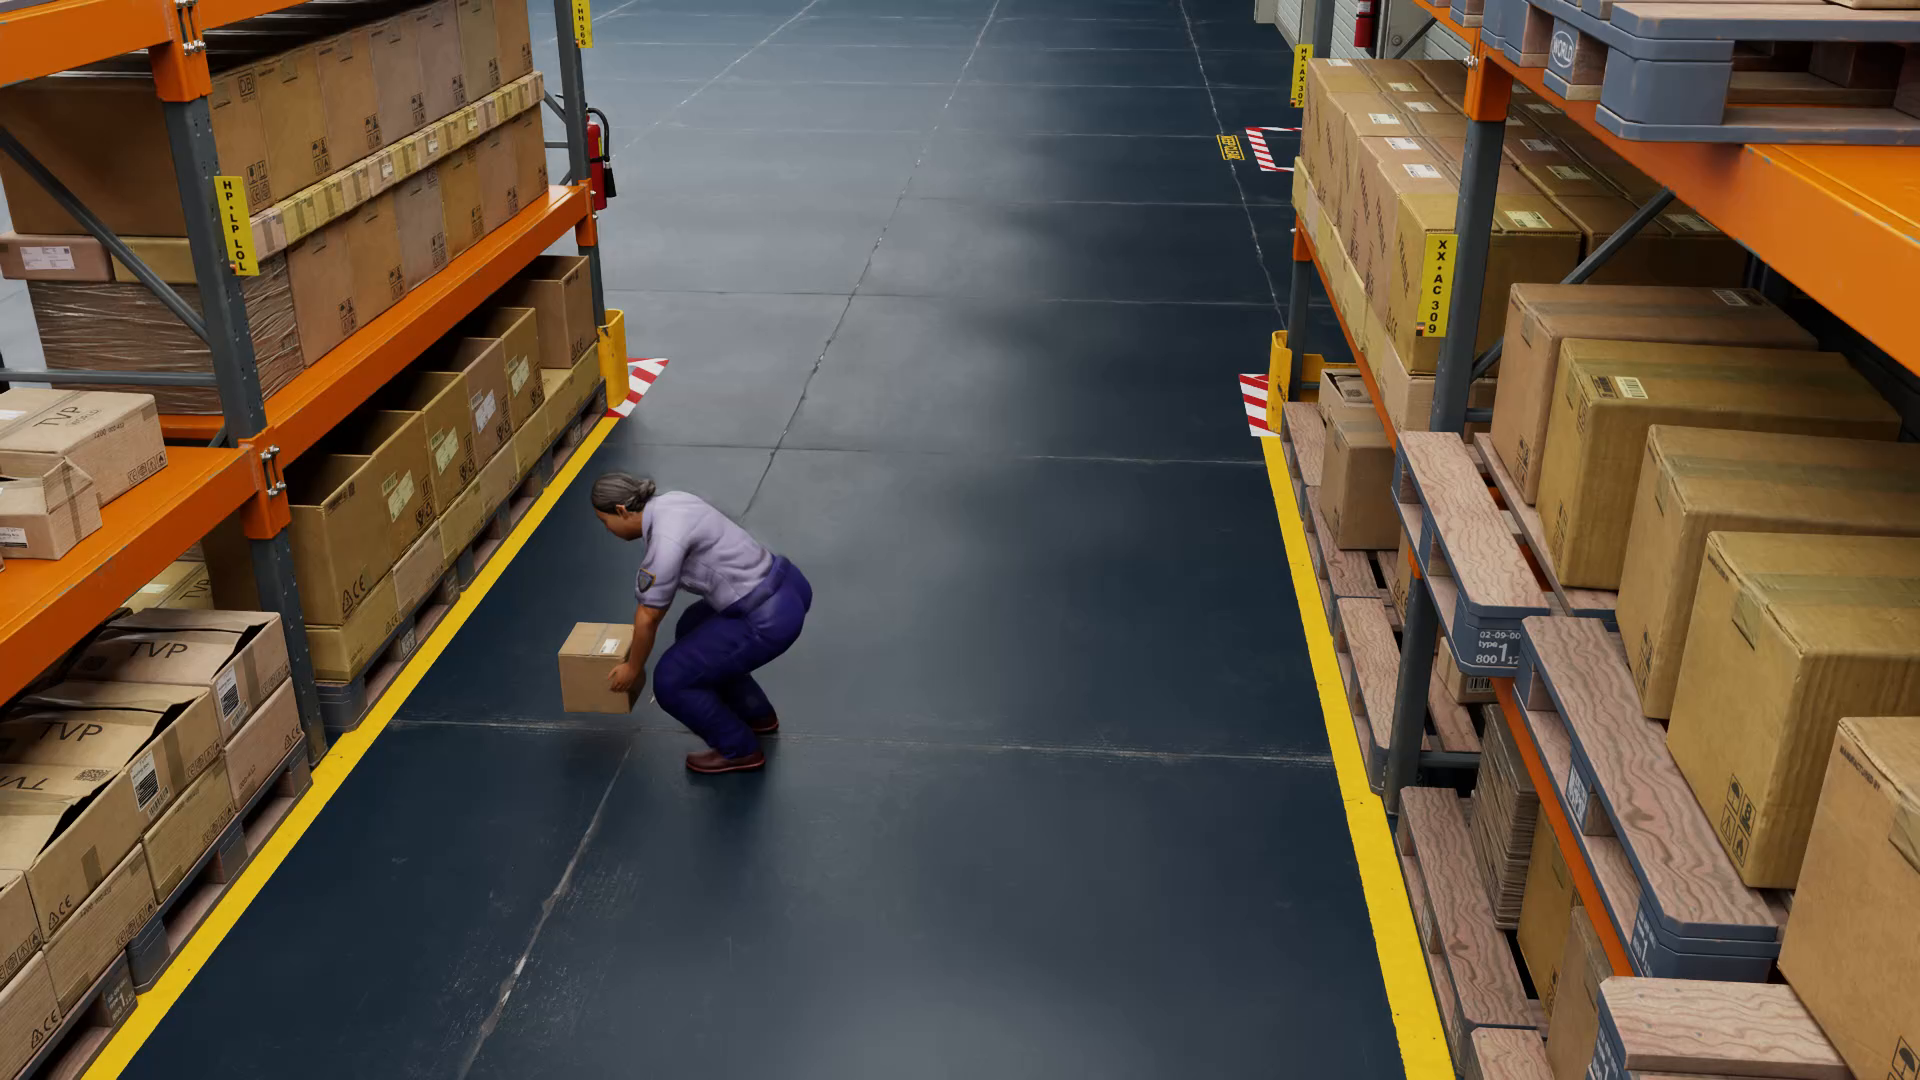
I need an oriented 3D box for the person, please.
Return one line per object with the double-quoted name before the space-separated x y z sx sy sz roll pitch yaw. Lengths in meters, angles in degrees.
"person" -0.933 0.285 6.107 0.755 1.150 0.540 2 25 4
